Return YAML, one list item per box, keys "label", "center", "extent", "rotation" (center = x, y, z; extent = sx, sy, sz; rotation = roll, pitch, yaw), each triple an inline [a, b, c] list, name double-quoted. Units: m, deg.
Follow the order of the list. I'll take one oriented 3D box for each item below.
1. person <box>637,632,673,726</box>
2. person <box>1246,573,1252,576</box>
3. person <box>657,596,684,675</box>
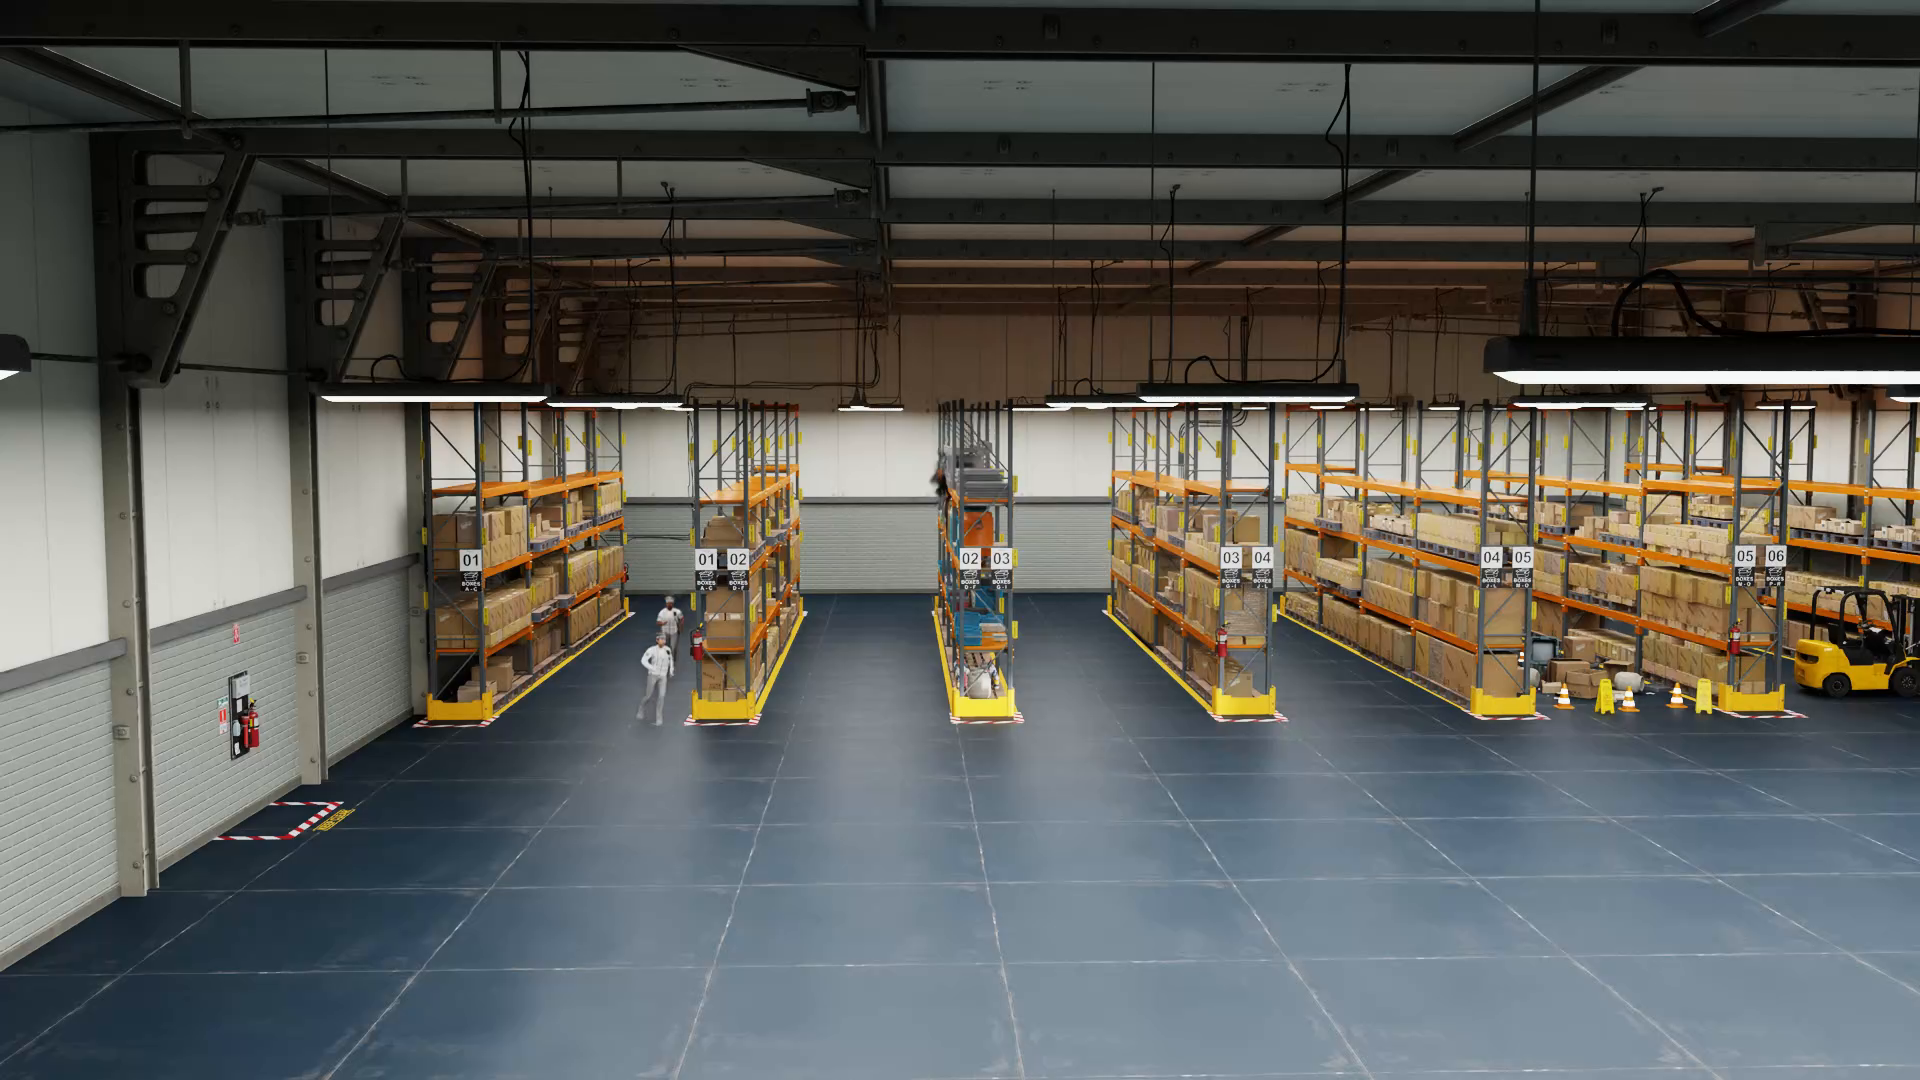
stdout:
- label: "person"
  center: [-5.586, 2.537, 30.845]
  extent: [0.678, 1.681, 0.907]
  rotation: [-2, 5, -27]
- label: "person"
  center: [8.167, 1.205, 47.204]
  extent: [0.687, 1.729, 0.748]
  rotation: [1, 4, 7]
- label: "person"
  center: [-6.380, 2.075, 36.630]
  extent: [0.575, 1.685, 0.938]
  rotation: [0, 4, -2]
